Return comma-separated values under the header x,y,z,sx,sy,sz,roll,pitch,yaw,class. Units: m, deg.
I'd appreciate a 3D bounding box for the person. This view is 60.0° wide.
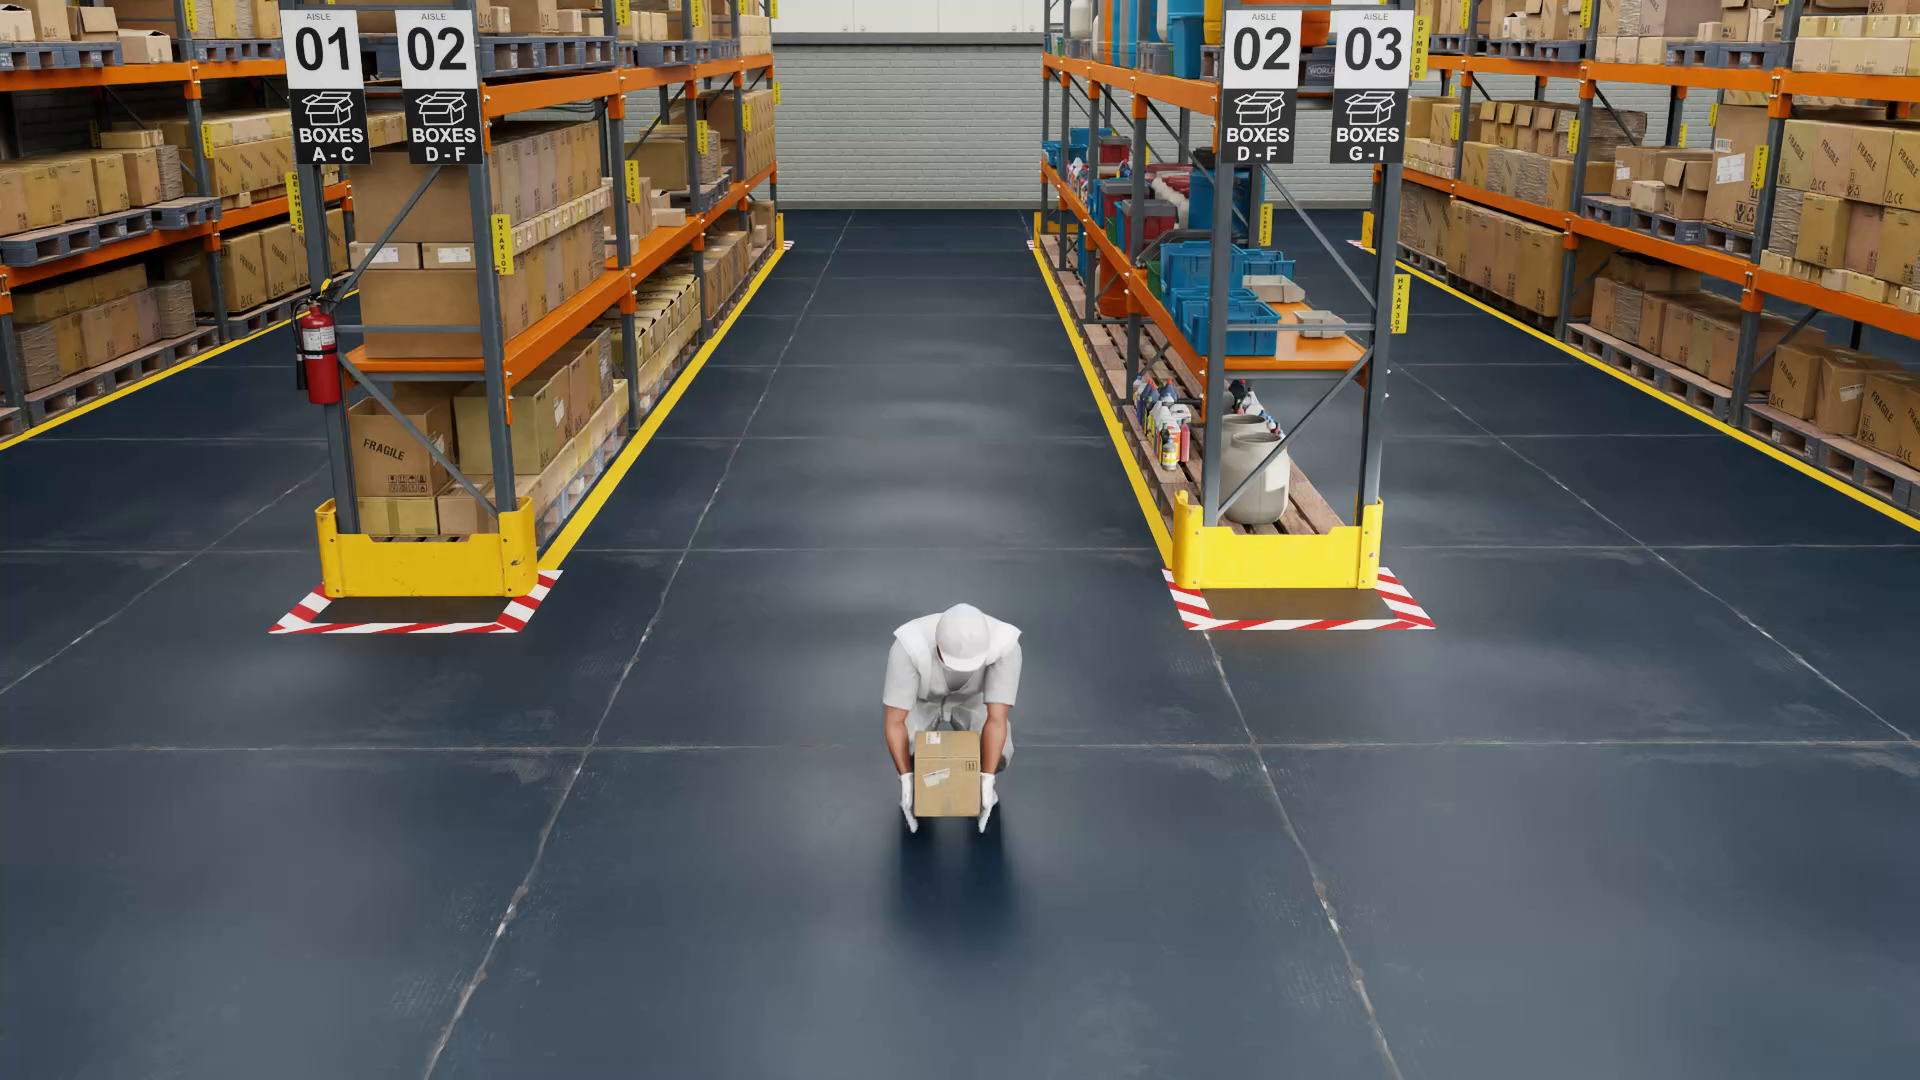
x,y,z,sx,sy,sz,roll,pitch,yaw,class
-0.032,0.652,6.732,0.557,1.000,0.885,0,17,-1,person
